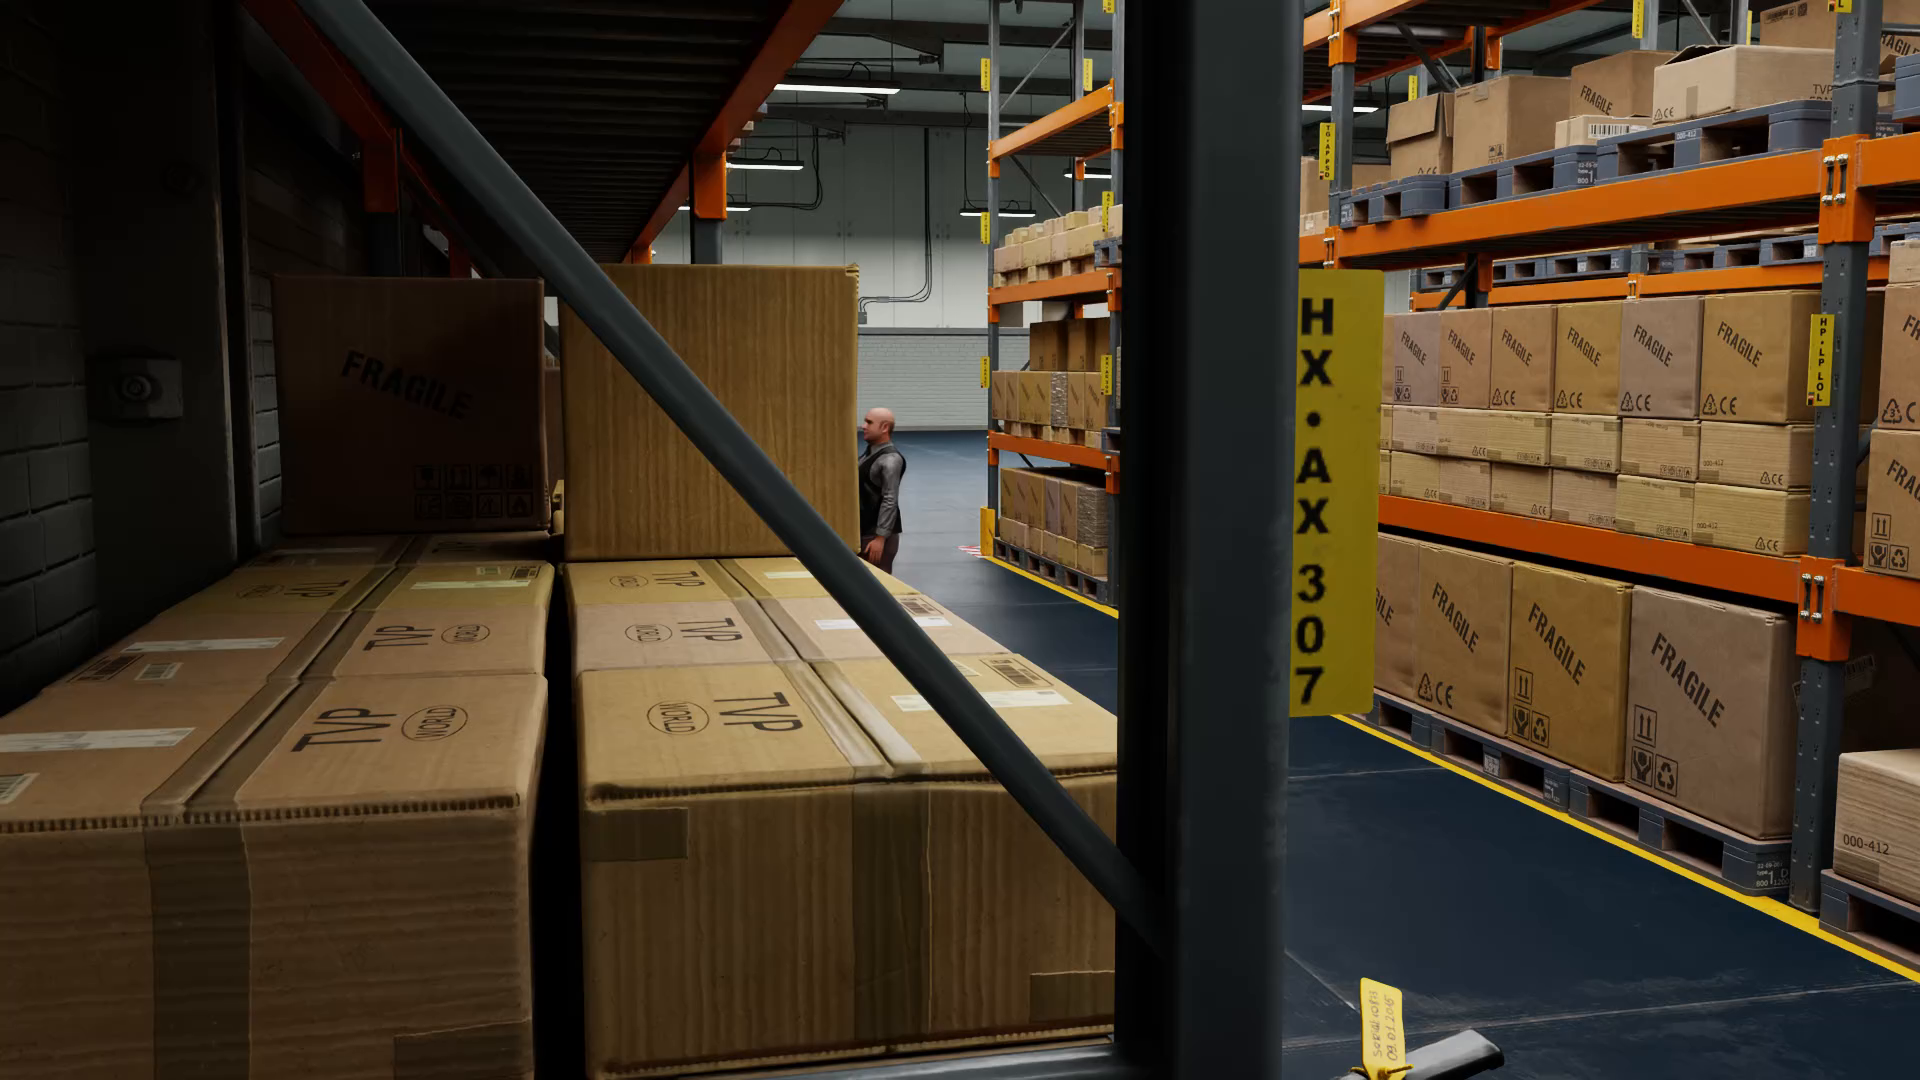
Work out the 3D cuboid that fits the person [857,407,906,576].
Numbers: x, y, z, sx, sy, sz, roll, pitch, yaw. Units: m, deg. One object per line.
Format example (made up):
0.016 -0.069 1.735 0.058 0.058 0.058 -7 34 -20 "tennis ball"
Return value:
-0.575 0.003 10.877 0.387 1.735 0.553 -2 6 -21 "person"
